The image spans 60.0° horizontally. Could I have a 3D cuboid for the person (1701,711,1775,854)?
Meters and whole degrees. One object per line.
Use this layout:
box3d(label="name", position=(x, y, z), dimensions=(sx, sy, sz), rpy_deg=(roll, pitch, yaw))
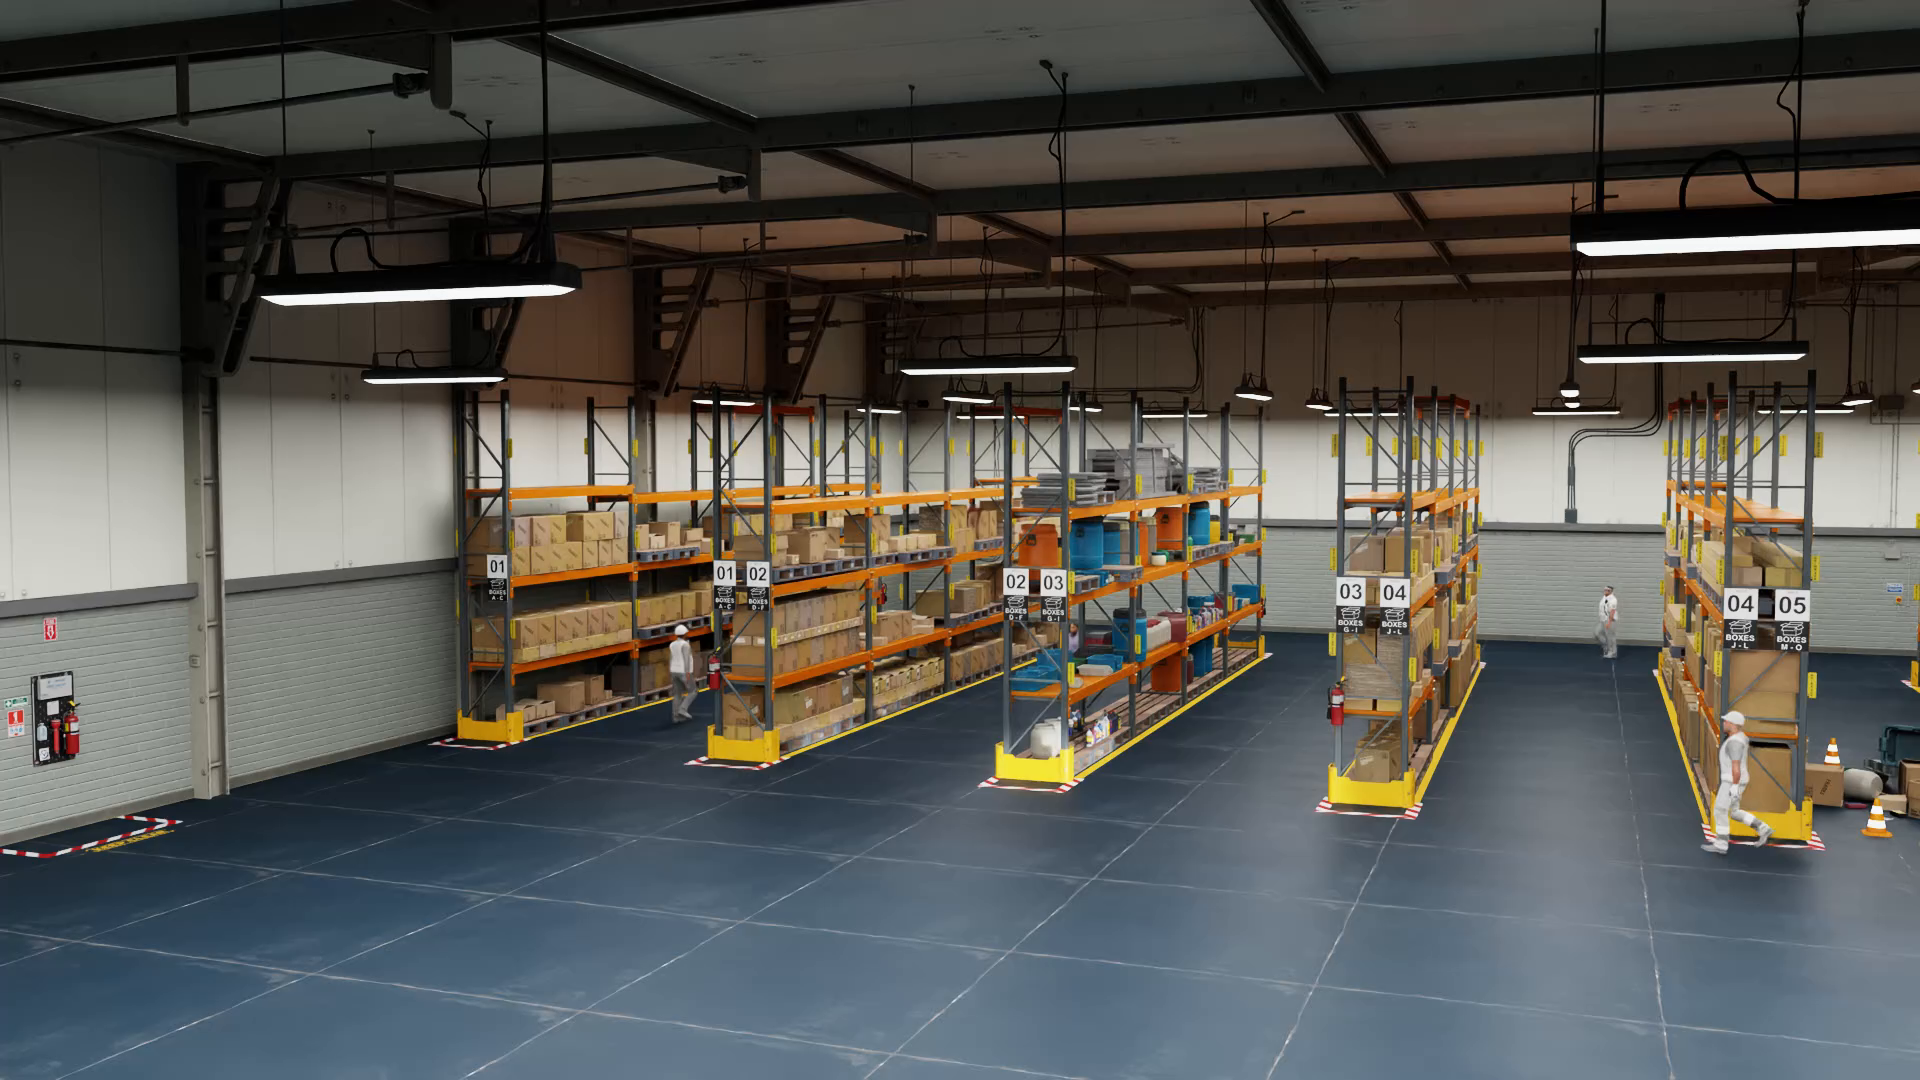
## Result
box3d(label="person", position=(9.569, 2.982, 20.422), dimensions=(0.826, 1.771, 0.558), rpy_deg=(1, 3, 25))

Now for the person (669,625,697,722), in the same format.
box3d(label="person", position=(-5.103, 2.435, 30.405), dimensions=(0.570, 1.761, 0.465), rpy_deg=(2, 4, 32))

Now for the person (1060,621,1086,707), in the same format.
box3d(label="person", position=(2.218, 2.408, 32.342), dimensions=(0.538, 1.664, 0.646), rpy_deg=(2, 4, 35))

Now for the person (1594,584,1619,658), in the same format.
box3d(label="person", position=(15.396, 1.947, 39.565), dimensions=(0.463, 1.811, 0.566), rpy_deg=(0, 3, -4))
